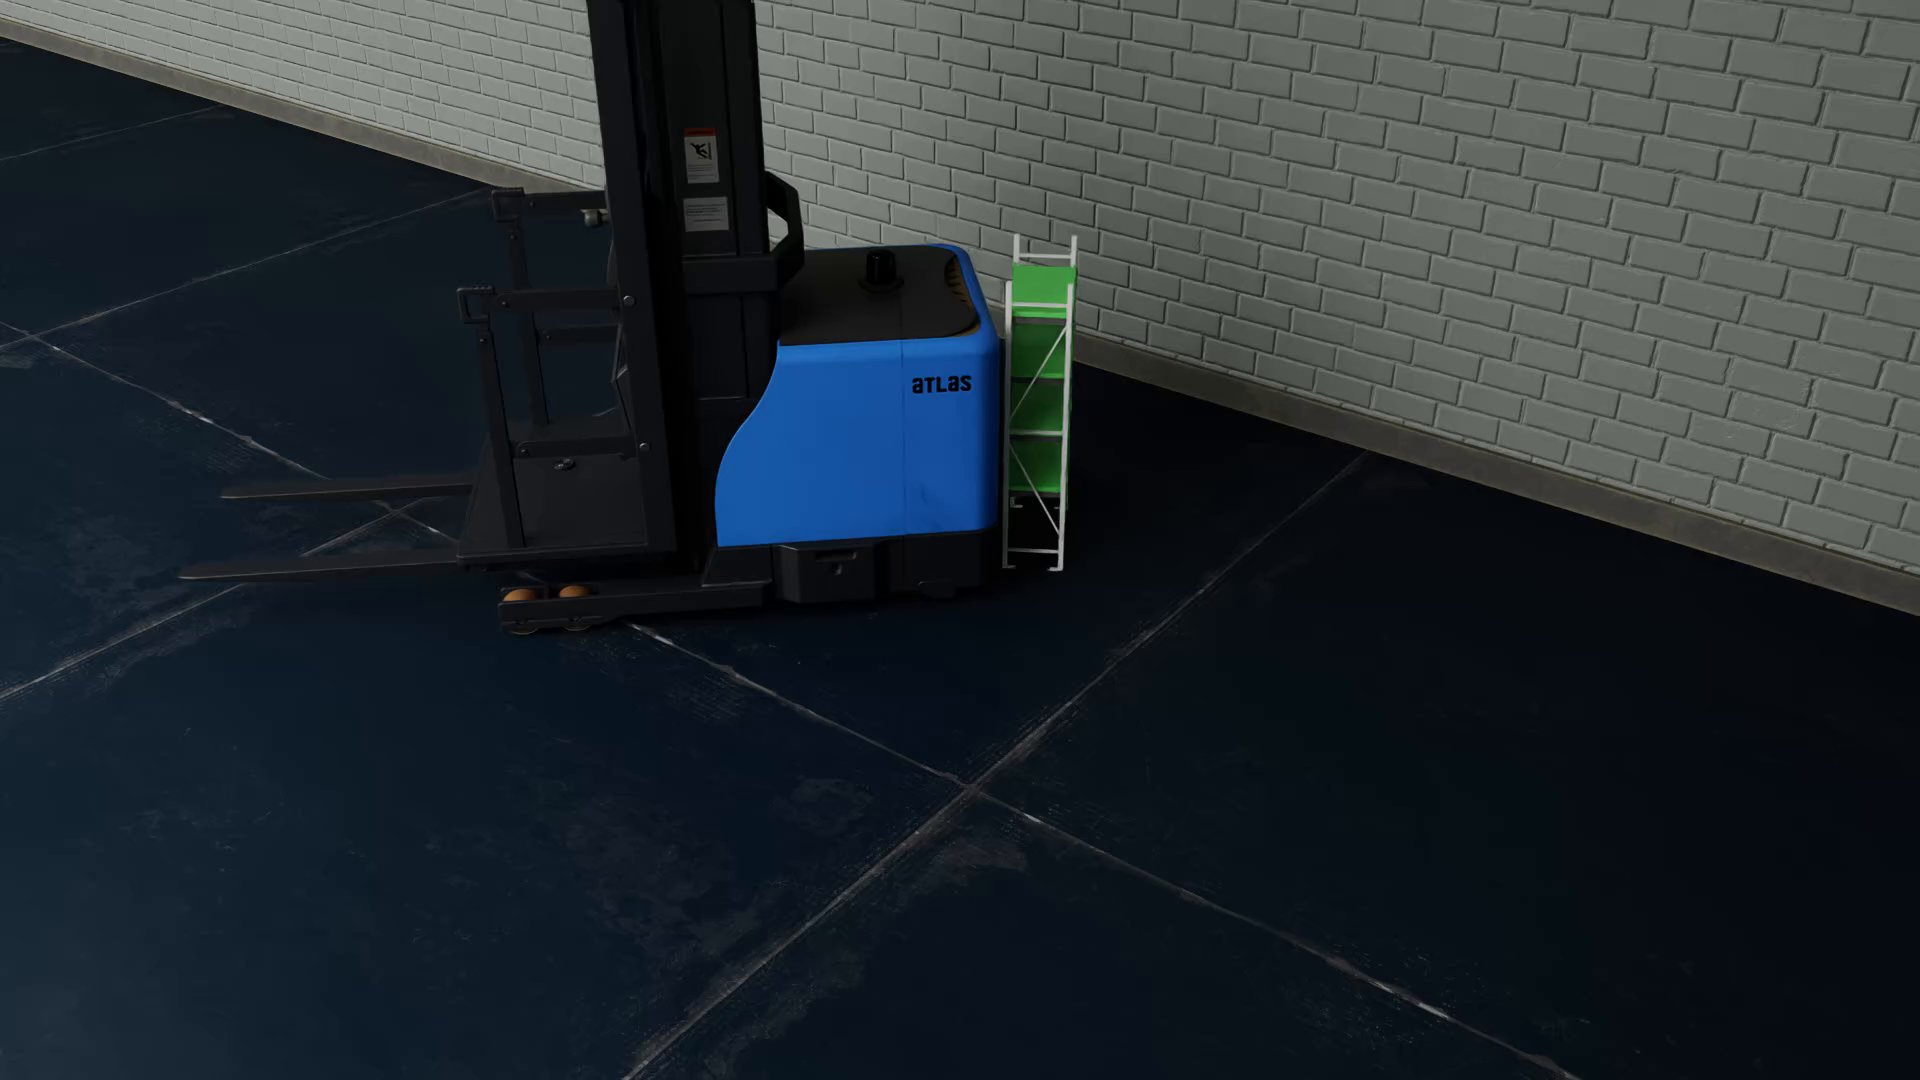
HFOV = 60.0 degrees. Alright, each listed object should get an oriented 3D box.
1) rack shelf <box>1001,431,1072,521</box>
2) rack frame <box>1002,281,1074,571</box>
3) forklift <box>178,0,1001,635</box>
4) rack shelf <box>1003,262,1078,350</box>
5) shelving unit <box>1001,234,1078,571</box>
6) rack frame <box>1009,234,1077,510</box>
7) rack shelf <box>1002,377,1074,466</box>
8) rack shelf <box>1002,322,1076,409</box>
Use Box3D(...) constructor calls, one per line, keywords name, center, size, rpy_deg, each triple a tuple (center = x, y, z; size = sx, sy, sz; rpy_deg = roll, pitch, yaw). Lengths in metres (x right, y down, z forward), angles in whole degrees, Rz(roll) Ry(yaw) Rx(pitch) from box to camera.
Box3D(name="rack shelf", center=(0.307, -0.266, 6.617), size=(0.258, 0.148, 0.480), rpy_deg=(3, 31, 4))
Box3D(name="rack frame", center=(0.286, -0.403, 6.253), size=(0.240, 1.200, 0.015), rpy_deg=(3, 31, 4))
Box3D(name="forklift", center=(-1.400, -1.197, 5.895), size=(3.031, 2.935, 1.130), rpy_deg=(-4, 31, -6))
Box3D(name="rack shelf", center=(0.307, -0.885, 6.250), size=(0.258, 0.148, 0.480), rpy_deg=(3, 31, 4))
Box3D(name="shelving unit", center=(0.307, -0.527, 6.462), size=(0.258, 1.200, 0.503), rpy_deg=(3, 31, 4))
Box3D(name="rack frame", center=(0.328, -0.651, 6.672), size=(0.240, 1.200, 0.015), rpy_deg=(3, 31, 4))
Box3D(name="rack shelf", center=(0.307, -0.472, 6.495), size=(0.258, 0.148, 0.480), rpy_deg=(3, 31, 4))
Box3D(name="rack shelf", center=(0.307, -0.679, 6.373), size=(0.258, 0.148, 0.480), rpy_deg=(3, 31, 4))
